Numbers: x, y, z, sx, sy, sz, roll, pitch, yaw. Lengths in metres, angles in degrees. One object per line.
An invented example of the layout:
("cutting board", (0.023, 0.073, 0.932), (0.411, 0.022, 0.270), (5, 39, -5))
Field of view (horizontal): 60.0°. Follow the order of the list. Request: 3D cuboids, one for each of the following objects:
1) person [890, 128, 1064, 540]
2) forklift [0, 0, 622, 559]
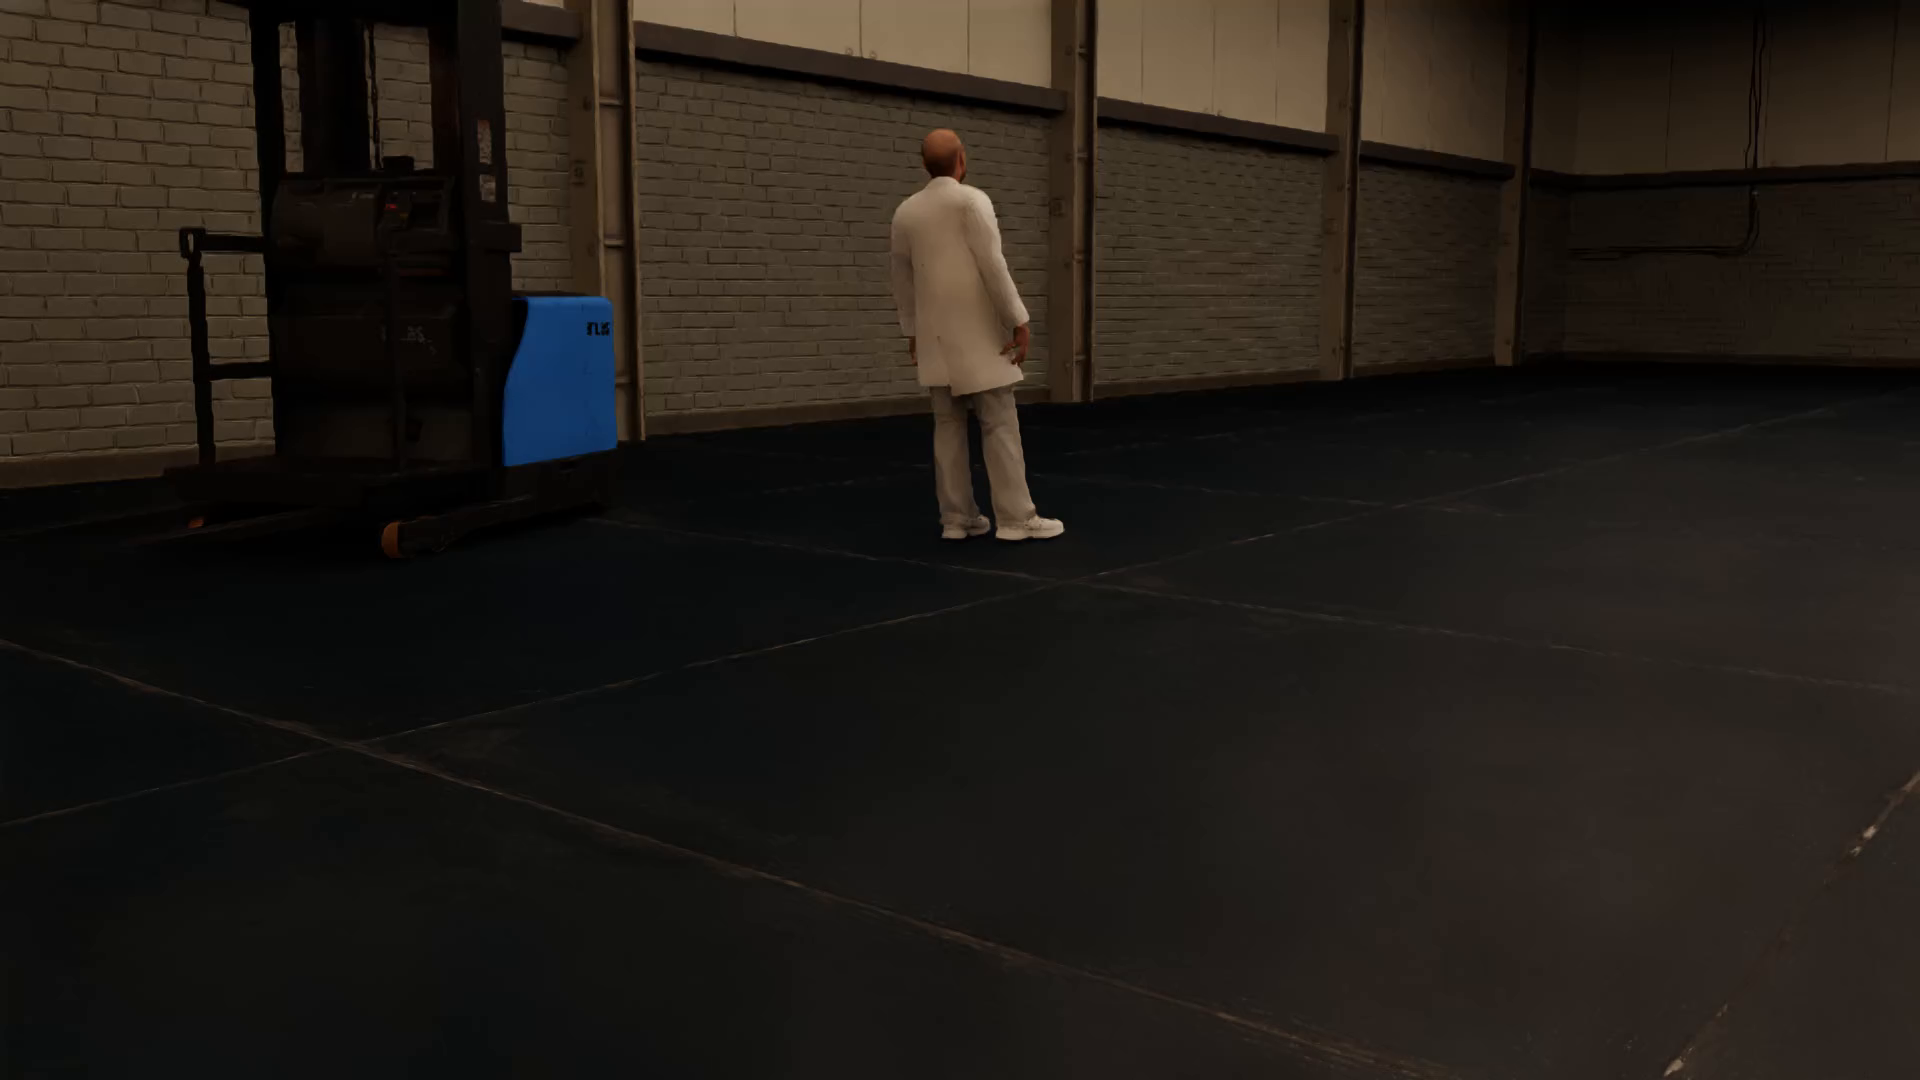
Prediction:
("person", (0.061, -0.896, 7.342), (0.694, 1.776, 0.579), (7, 11, 38))
("forklift", (-2.684, -1.434, 7.083), (1.130, 2.935, 3.031), (3, 9, 19))
